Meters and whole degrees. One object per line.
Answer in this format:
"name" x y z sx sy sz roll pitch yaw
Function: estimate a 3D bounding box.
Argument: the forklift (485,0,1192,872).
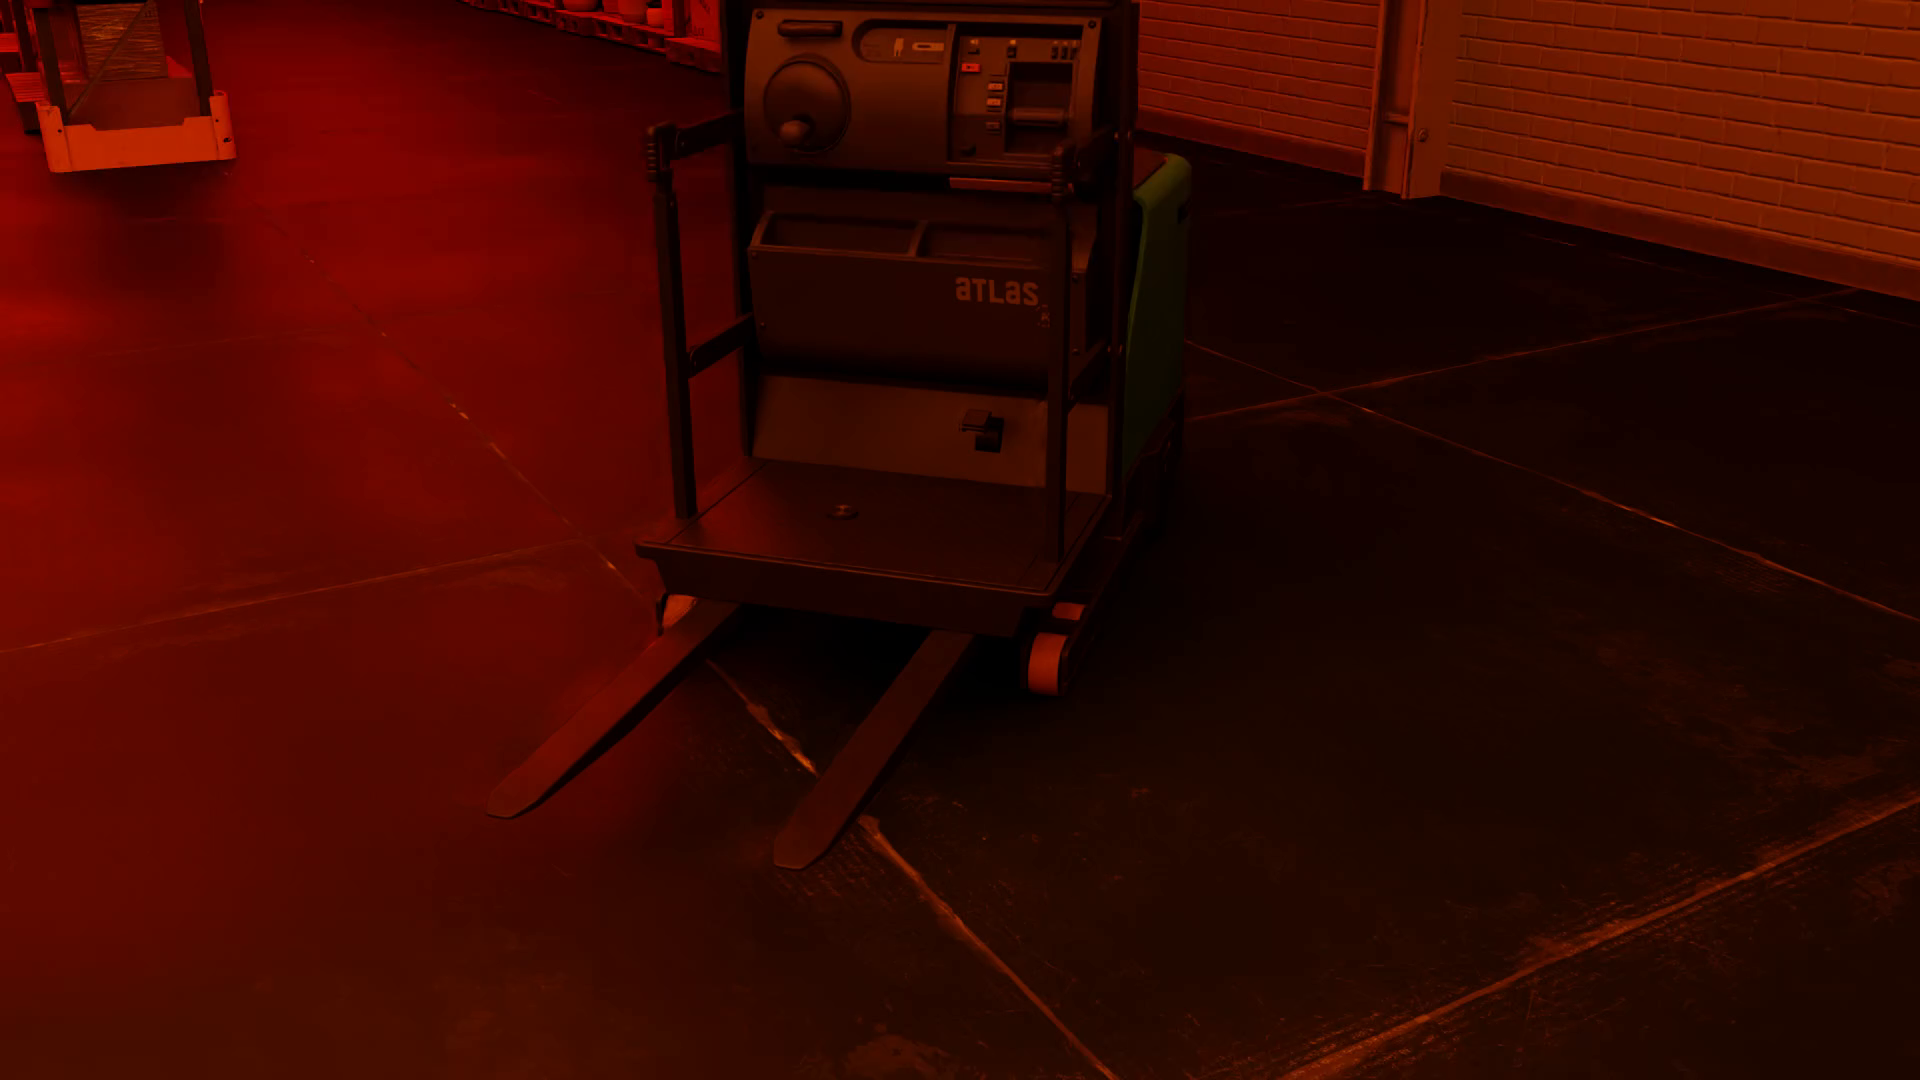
"forklift" -0.166 -1.128 4.023 1.130 2.935 3.031 7 23 16
